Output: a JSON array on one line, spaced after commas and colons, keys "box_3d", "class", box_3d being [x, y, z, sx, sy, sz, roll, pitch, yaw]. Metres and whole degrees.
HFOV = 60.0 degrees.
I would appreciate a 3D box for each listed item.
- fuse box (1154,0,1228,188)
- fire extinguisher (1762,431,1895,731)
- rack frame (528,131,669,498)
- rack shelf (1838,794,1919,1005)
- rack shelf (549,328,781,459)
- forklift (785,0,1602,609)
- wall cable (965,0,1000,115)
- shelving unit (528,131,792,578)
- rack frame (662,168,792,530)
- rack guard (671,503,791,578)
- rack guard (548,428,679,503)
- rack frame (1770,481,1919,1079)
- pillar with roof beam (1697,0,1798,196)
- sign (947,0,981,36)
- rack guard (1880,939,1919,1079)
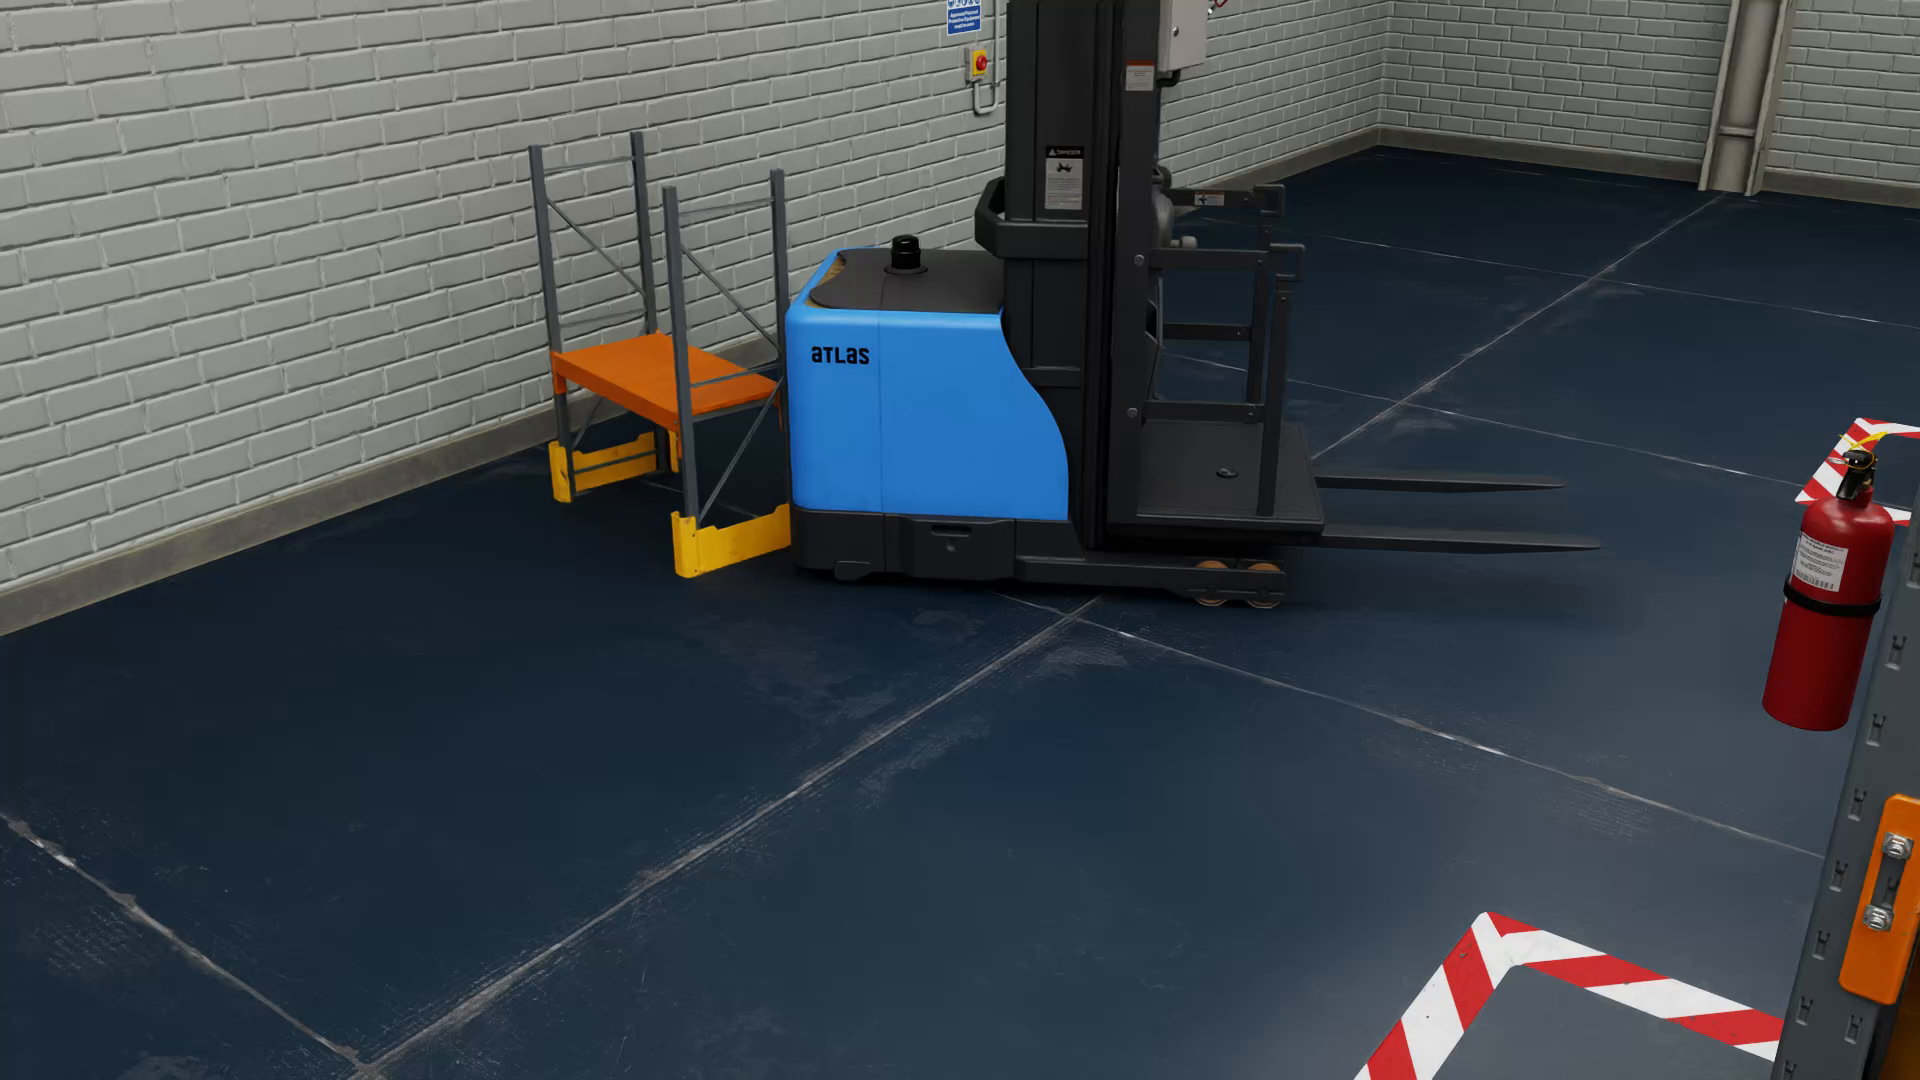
[{"box_3d": [1.479, -2.962, 11.351, 0.414, 1.711, 0.539, 17, 29, 33], "class": "fuse box"}, {"box_3d": [1.816, 0.064, 3.442, 0.183, 0.674, 0.296, 17, 29, 33], "class": "fire extinguisher"}, {"box_3d": [-1.505, -0.932, 7.005, 0.500, 1.500, 0.032, -19, 30, -36], "class": "rack frame"}, {"box_3d": [3.341, 0.881, 1.923, 4.000, 0.370, 1.077, 17, 29, 33], "class": "rack shelf"}, {"box_3d": [-1.178, -0.611, 6.722, 0.538, 0.185, 1.000, -19, 30, -36], "class": "rack shelf"}, {"box_3d": [0.903, -1.313, 6.094, 3.031, 2.935, 1.130, 3, 24, 6], "class": "forklift"}, {"box_3d": [0.103, -3.389, 9.422, 0.123, 1.953, 0.585, 17, 29, 33], "class": "wall cable"}, {"box_3d": [-1.184, -0.778, 6.656, 0.587, 1.500, 1.083, -19, 30, -36], "class": "shelving unit"}, {"box_3d": [-0.850, -0.619, 6.294, 0.500, 1.500, 0.032, -19, 30, -36], "class": "rack frame"}, {"box_3d": [-0.863, -0.053, 6.560, 0.587, 0.250, 0.087, -19, 30, -36], "class": "rack guard"}, {"box_3d": [-1.505, -0.360, 7.257, 0.587, 0.250, 0.087, -19, 30, -36], "class": "rack guard"}, {"box_3d": [1.739, 0.069, 2.873, 0.053, 2.616, 0.949, 17, 29, 33], "class": "rack frame"}, {"box_3d": [3.404, -5.455, 7.970, 0.400, 9.000, 9.100, 17, 29, 33], "class": "pillar with roof beam"}, {"box_3d": [0.025, -3.032, 9.577, 0.001, 0.218, 0.327, 17, 29, 33], "class": "sign"}, {"box_3d": [1.802, 1.230, 3.338, 0.348, 0.500, 1.175, 17, 29, 33], "class": "rack guard"}]
